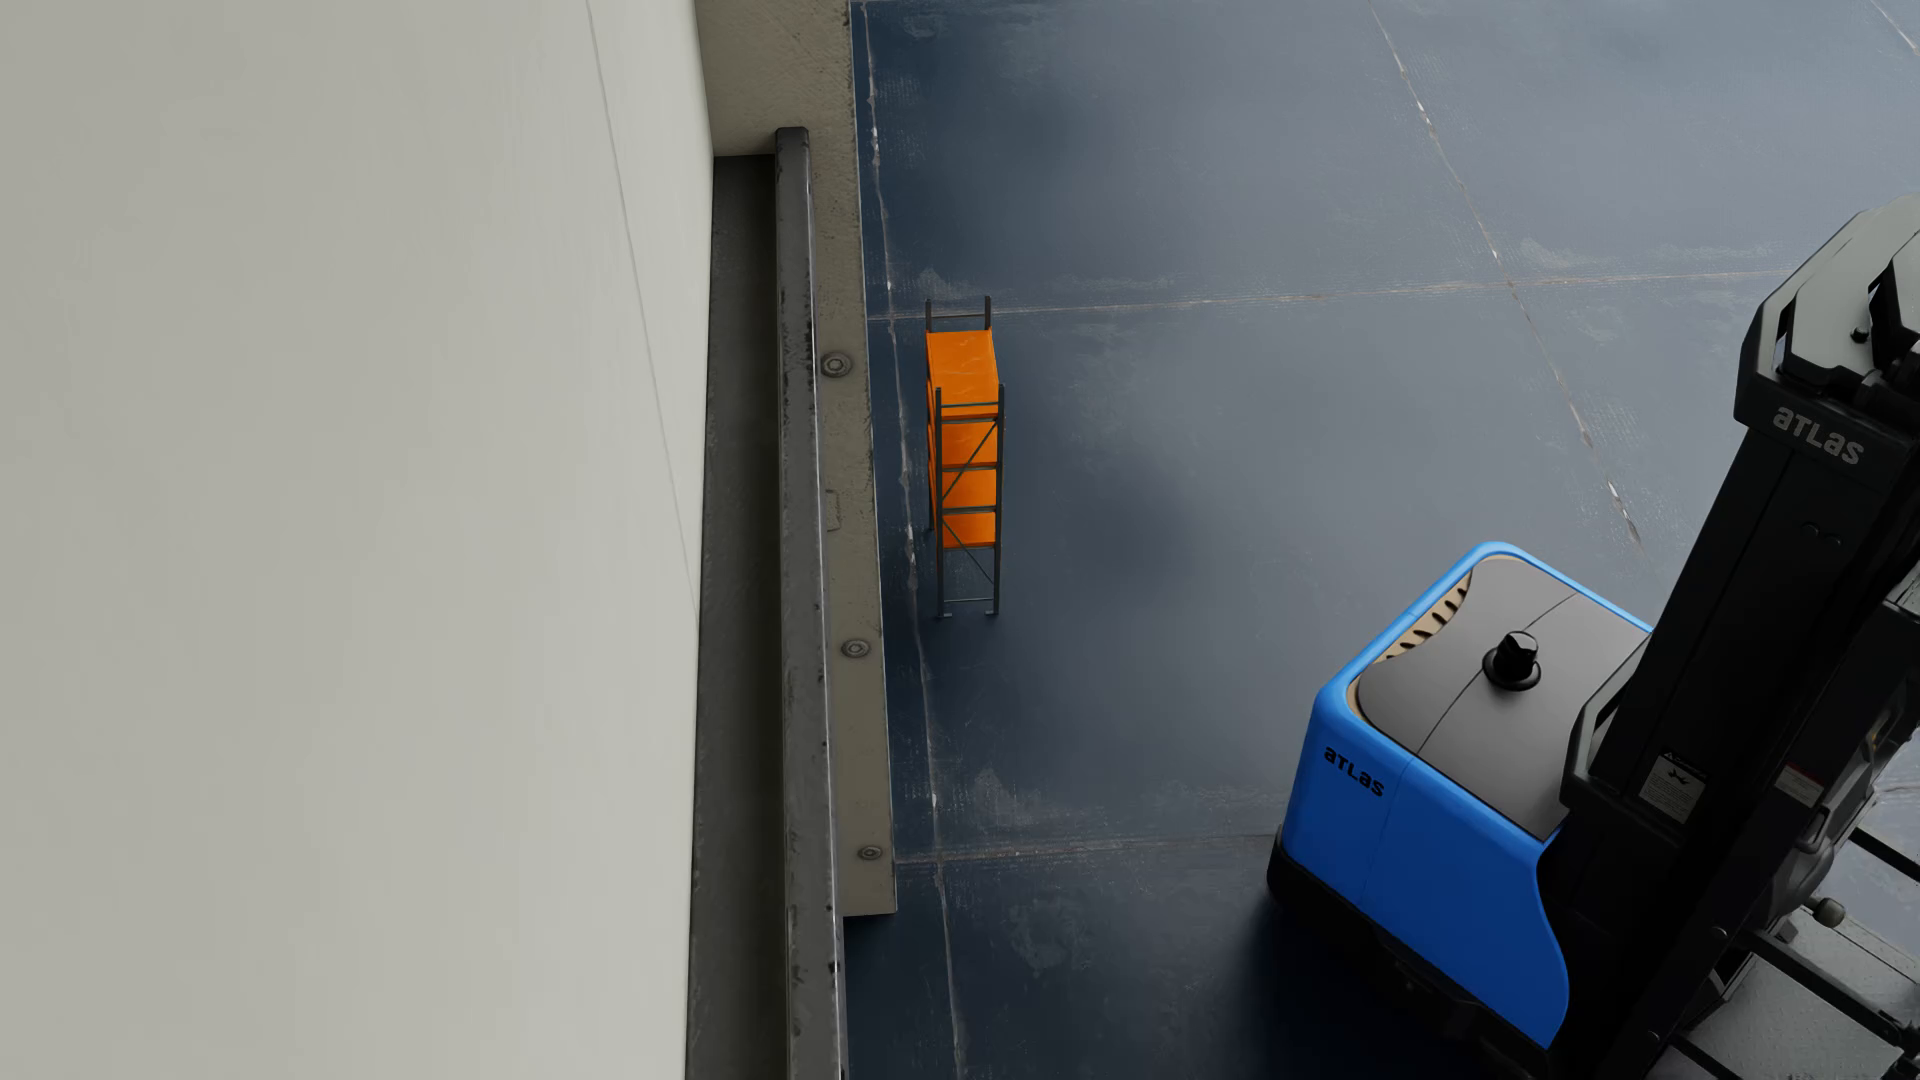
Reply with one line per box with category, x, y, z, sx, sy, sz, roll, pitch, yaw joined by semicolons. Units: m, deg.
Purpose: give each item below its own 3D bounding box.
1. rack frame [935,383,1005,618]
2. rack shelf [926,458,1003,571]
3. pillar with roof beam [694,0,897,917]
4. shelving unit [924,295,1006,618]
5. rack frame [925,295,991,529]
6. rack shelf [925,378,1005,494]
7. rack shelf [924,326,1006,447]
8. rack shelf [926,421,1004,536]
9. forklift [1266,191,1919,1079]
rack frame;0.034;-0.116;6.170;0.240;1.200;0.015;-3;47;-3
rack shelf;0.014;-0.110;6.530;0.258;0.148;0.480;-3;47;-3
pillar with roof beam;3.906;-2.218;2.789;9.100;9.000;0.400;-3;47;-3
shelving unit;0.014;-0.293;6.337;0.258;1.200;0.503;-3;47;-3
rack frame;-0.007;-0.469;6.505;0.240;1.200;0.015;-3;47;-3
rack shelf;0.014;-0.400;6.224;0.258;0.148;0.480;-3;47;-3
rack shelf;0.014;-0.563;6.052;0.258;0.148;0.480;-3;47;-3
rack shelf;0.014;-0.247;6.386;0.258;0.148;0.480;-3;47;-3
forklift;2.447;0.712;4.194;3.031;2.935;1.130;36;56;29
